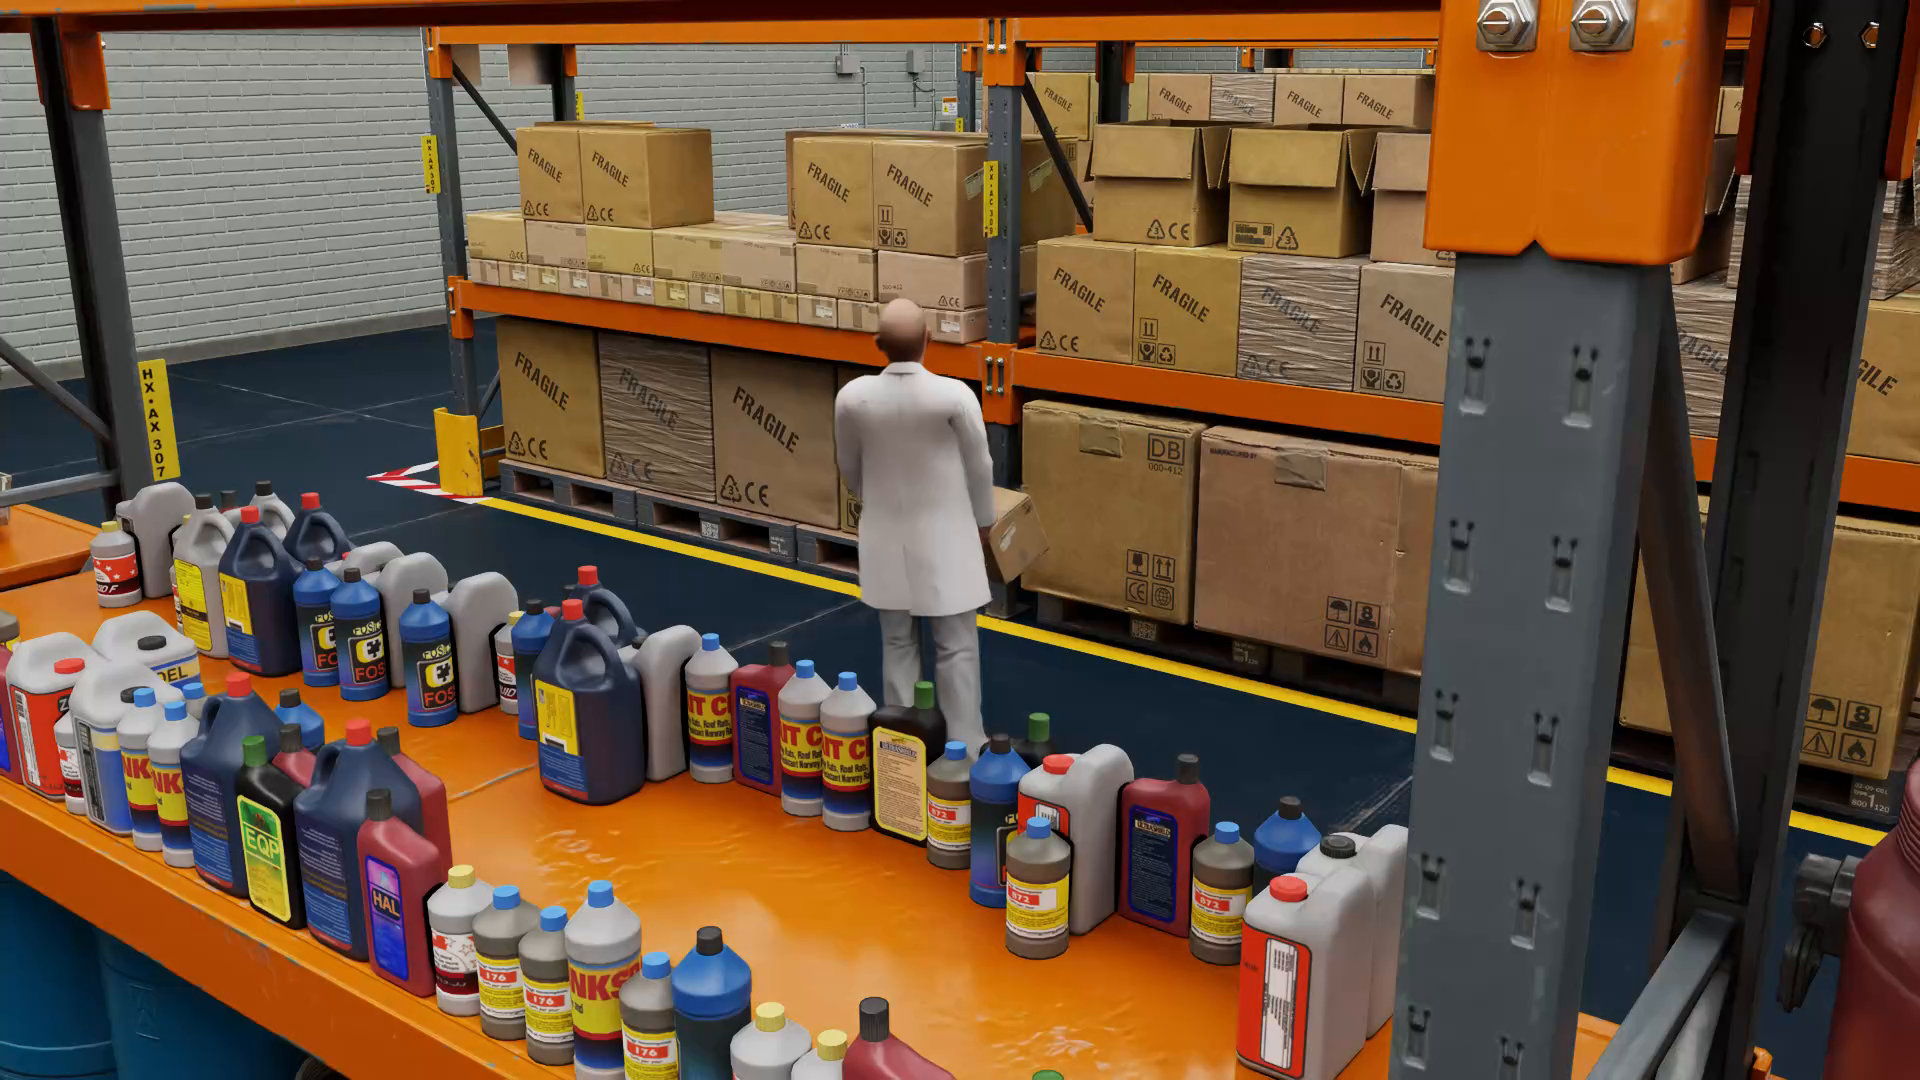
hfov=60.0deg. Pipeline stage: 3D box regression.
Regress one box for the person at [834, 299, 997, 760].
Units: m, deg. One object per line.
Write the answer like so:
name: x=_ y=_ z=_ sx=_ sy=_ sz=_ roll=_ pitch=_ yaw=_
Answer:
person: x=-0.122 y=0.007 z=6.012 sx=0.607 sy=1.783 sz=0.469 roll=5 pitch=17 yaw=17
